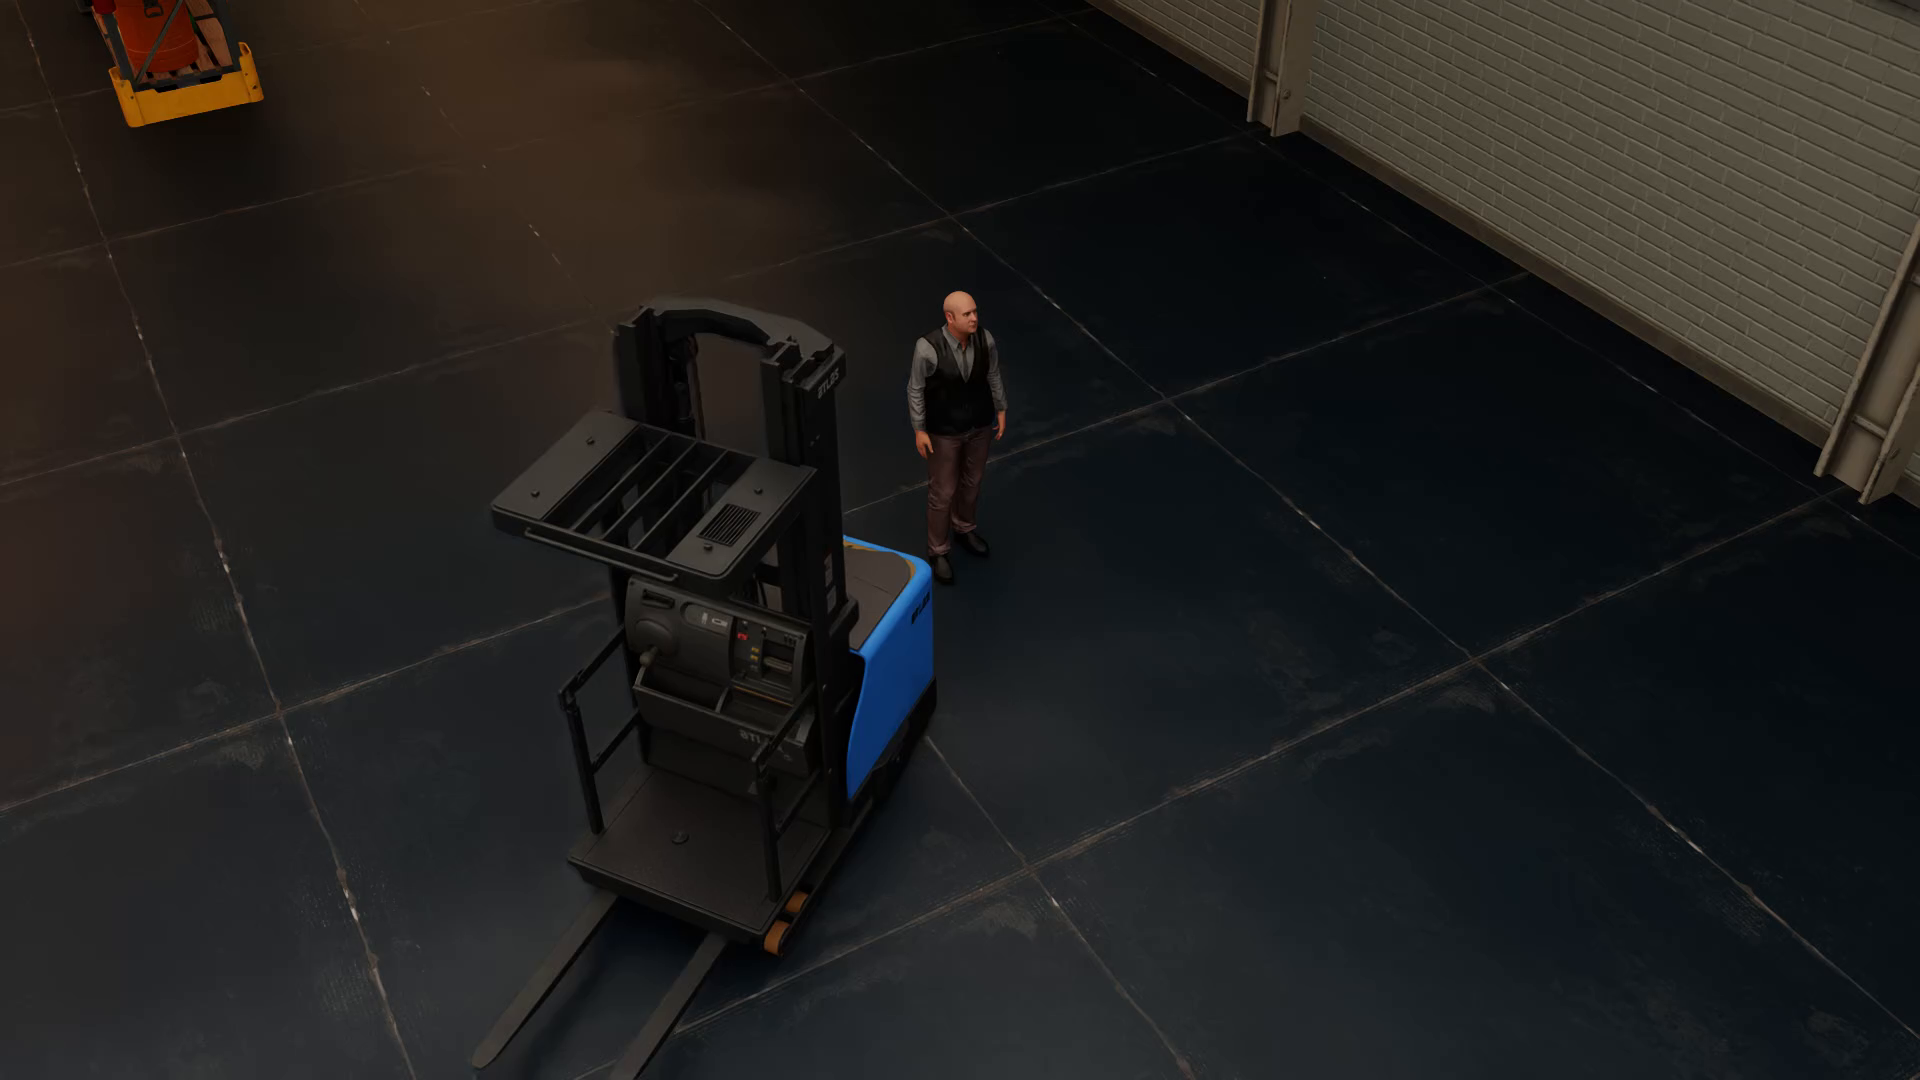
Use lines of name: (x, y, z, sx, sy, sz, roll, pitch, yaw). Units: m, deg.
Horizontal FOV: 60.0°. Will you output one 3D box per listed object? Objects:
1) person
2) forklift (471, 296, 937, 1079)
person: (0.024, -0.631, 9.733, 0.632, 1.720, 0.568, -20, 44, -23)
forklift: (-1.199, 0.533, 7.393, 1.130, 2.935, 3.031, 16, 42, 19)
